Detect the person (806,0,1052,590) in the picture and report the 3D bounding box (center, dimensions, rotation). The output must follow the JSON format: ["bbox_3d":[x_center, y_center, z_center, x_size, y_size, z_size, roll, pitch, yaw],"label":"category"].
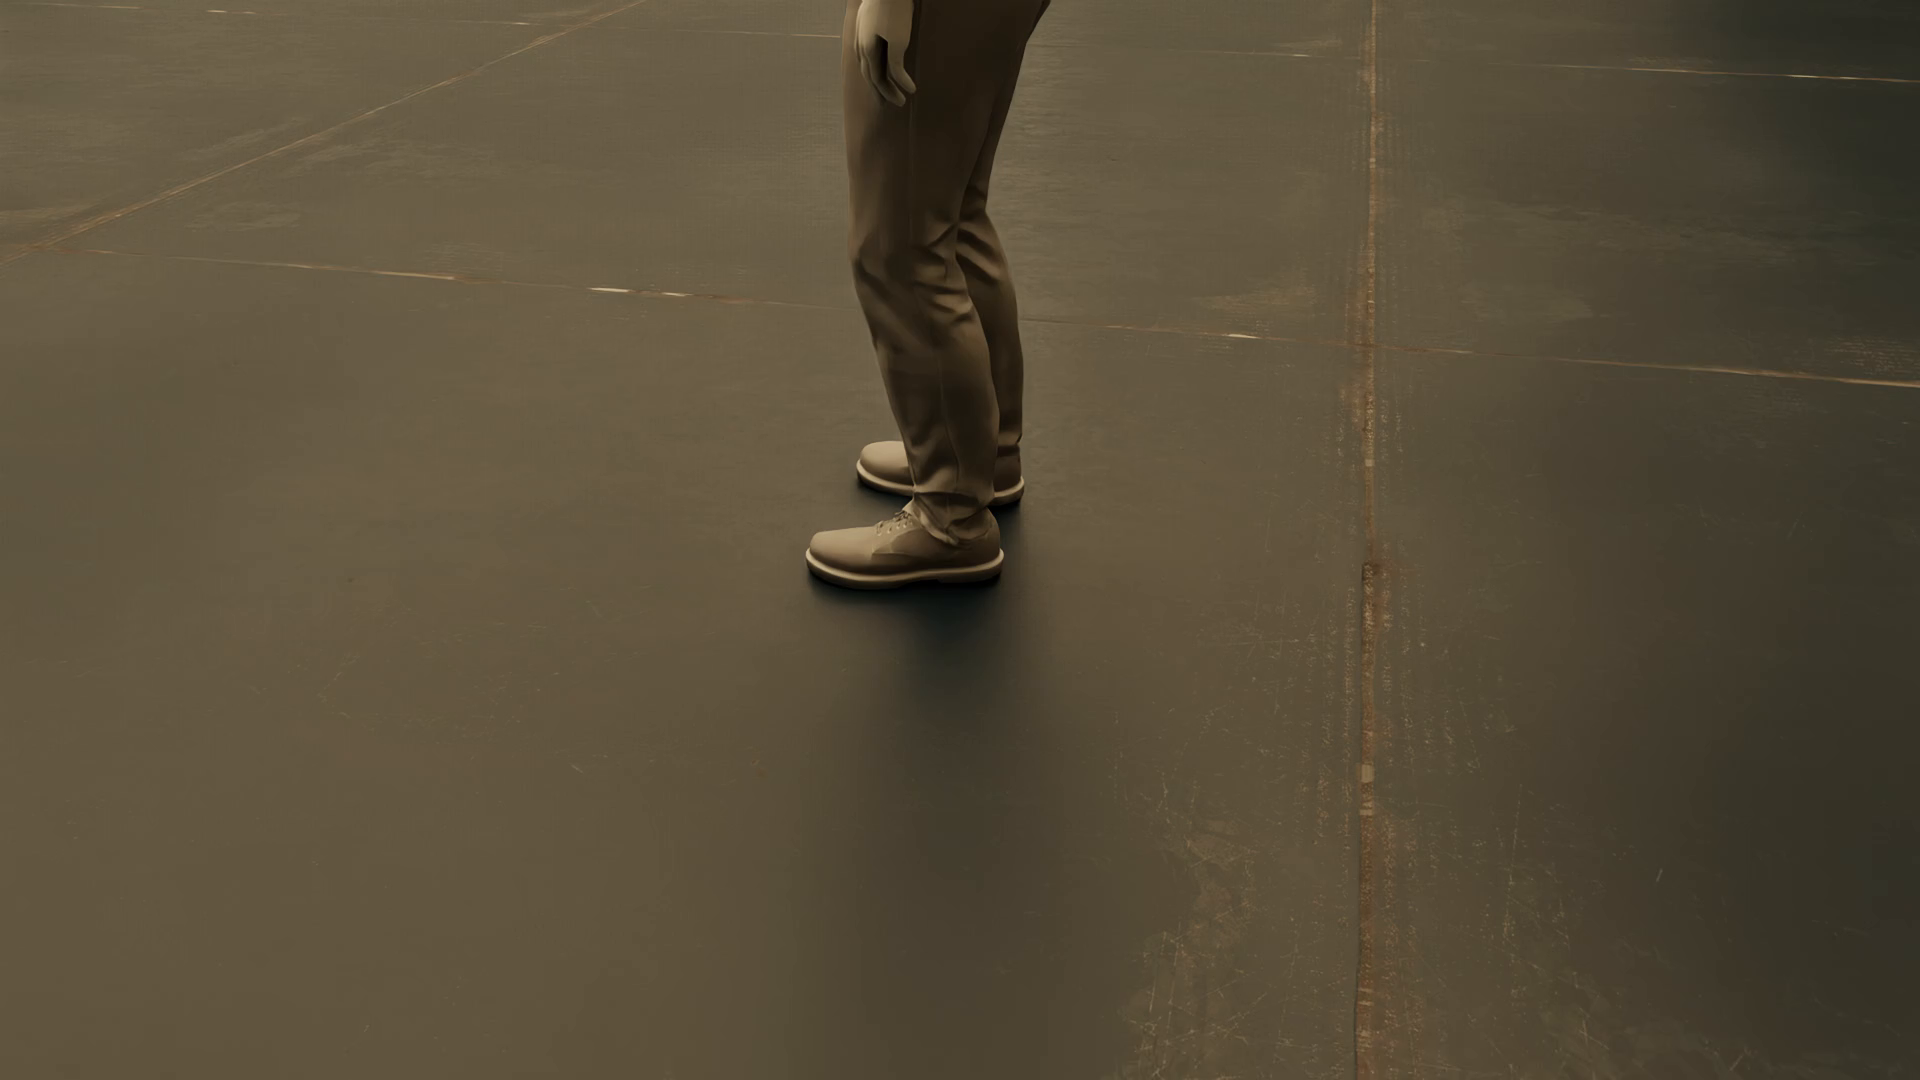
[{"bbox_3d":[-0.031,-0.739,2.123,0.372,1.663,0.529,5,27,9],"label":"person"}]
